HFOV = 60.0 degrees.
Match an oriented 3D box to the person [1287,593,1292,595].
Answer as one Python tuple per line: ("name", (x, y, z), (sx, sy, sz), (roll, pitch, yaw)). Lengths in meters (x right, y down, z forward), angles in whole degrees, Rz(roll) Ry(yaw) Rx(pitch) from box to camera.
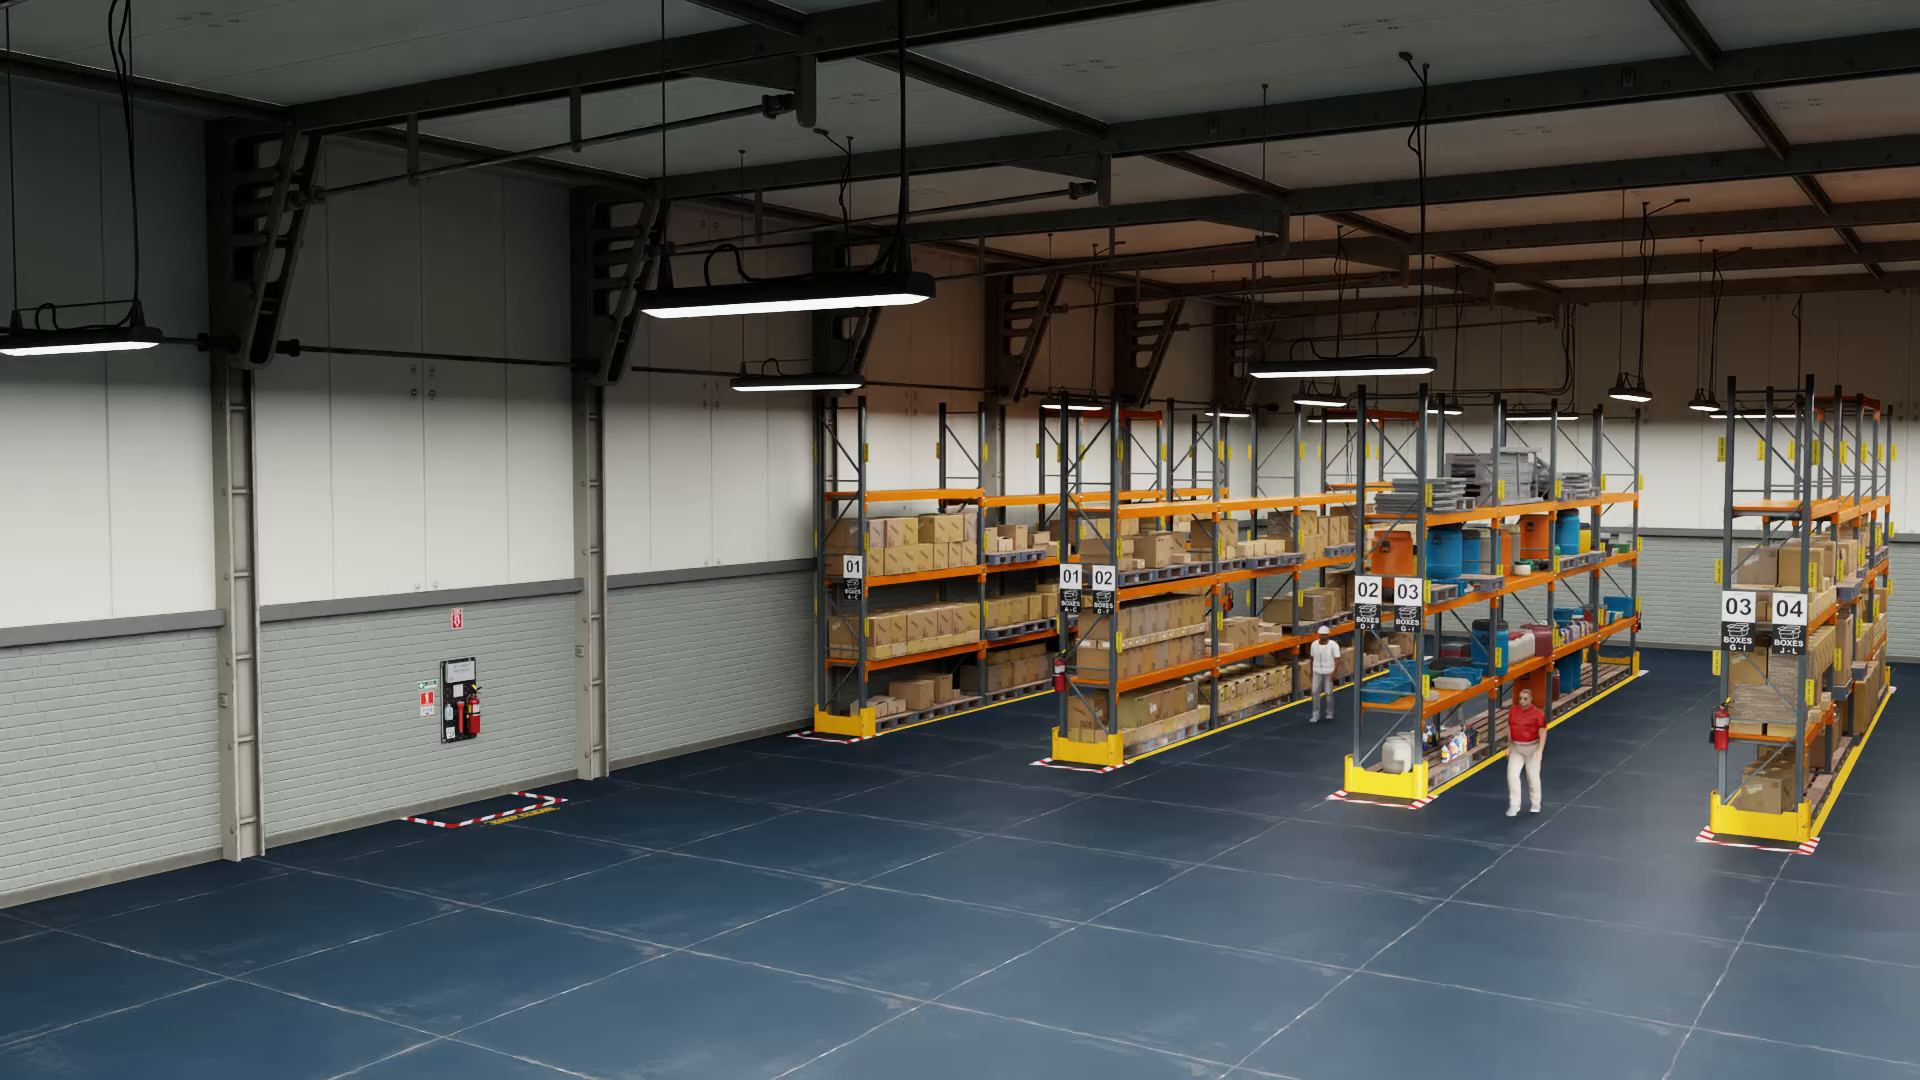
("person", (7.623, 2.188, 38.662), (0.635, 1.512, 1.142), (2, 4, 36))

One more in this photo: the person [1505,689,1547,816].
("person", (7.830, 2.942, 23.063), (0.602, 1.759, 0.639), (3, 4, 44))

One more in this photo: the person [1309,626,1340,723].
("person", (6.784, 2.501, 31.042), (0.615, 1.790, 0.625), (2, 3, 30))

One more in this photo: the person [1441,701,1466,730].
("person", (8.732, 2.624, 29.236), (0.386, 1.537, 0.924), (0, 3, 6))
